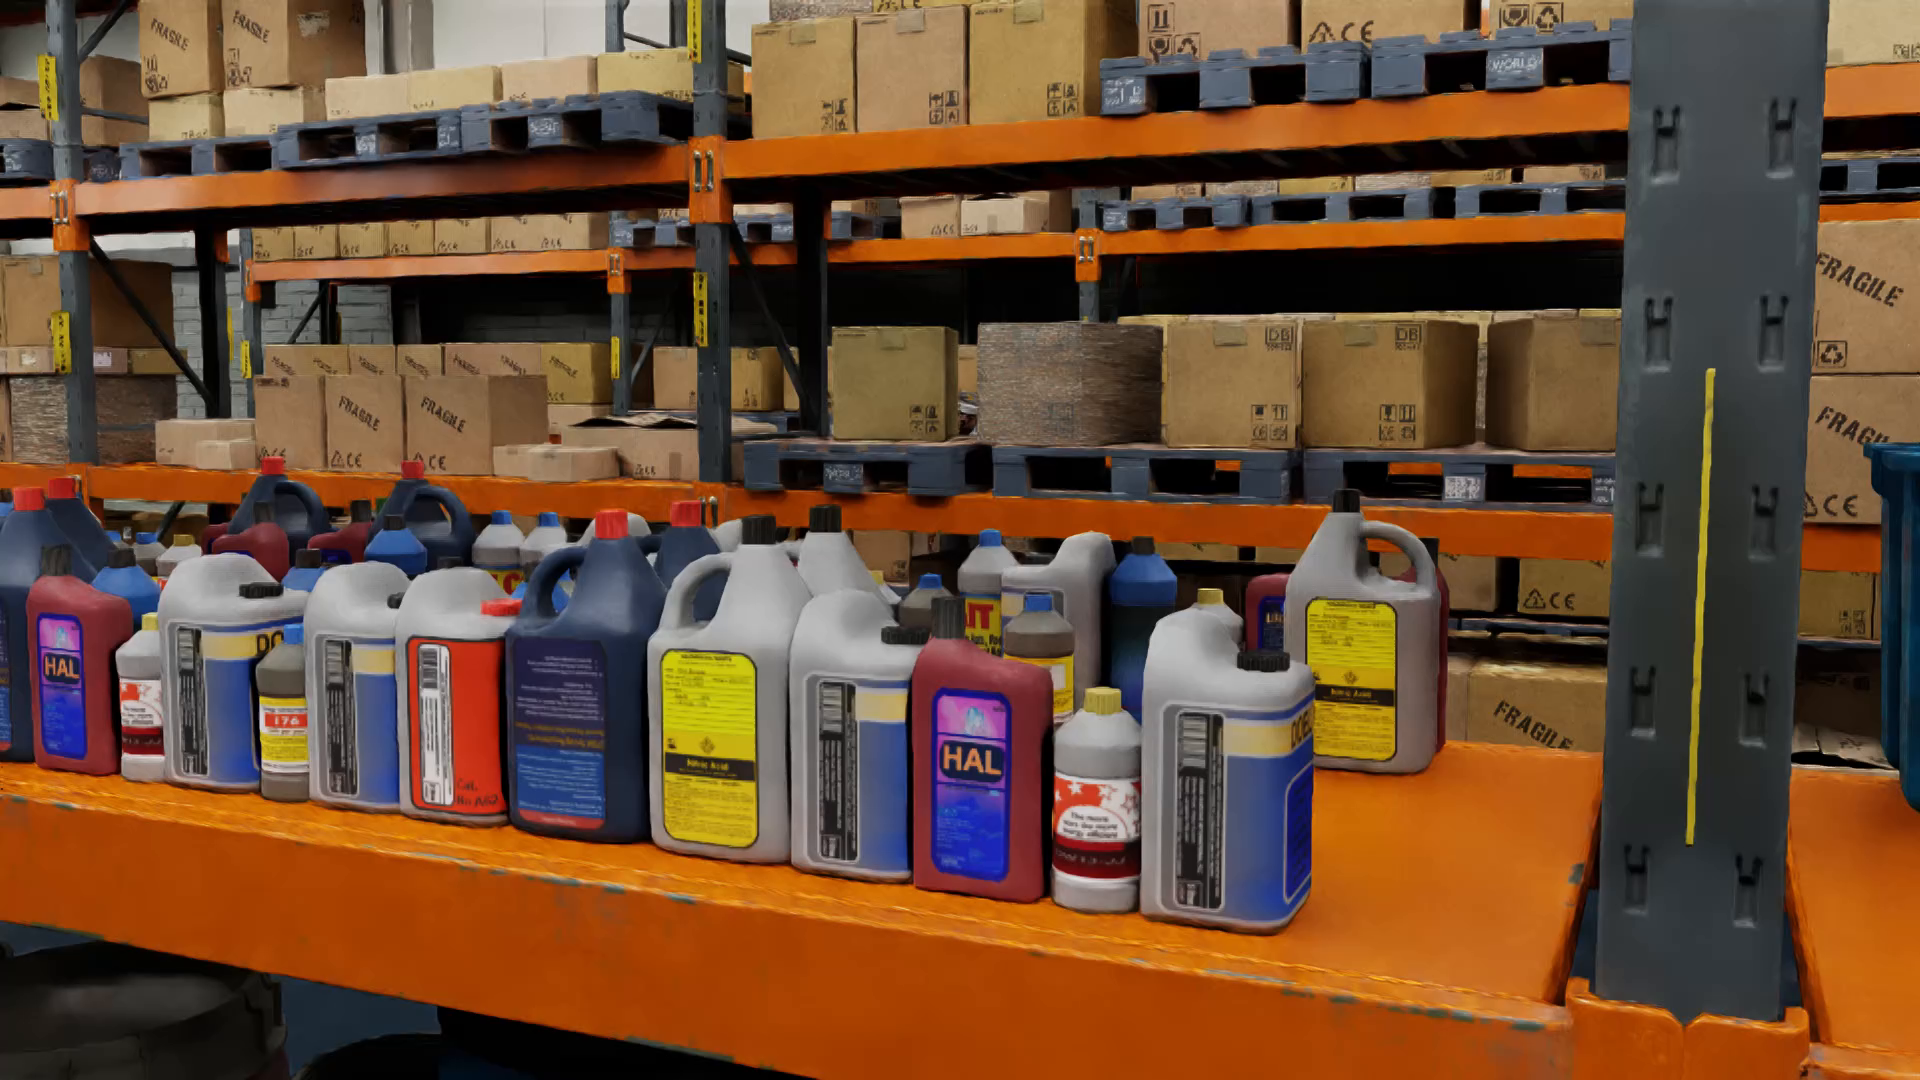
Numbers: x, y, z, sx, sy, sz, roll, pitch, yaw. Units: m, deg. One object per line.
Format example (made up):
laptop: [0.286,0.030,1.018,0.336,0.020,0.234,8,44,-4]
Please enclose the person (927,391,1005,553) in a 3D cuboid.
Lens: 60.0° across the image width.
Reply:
person: [0.029,-0.076,10.270,0.527,1.681,0.440,3,6,26]
